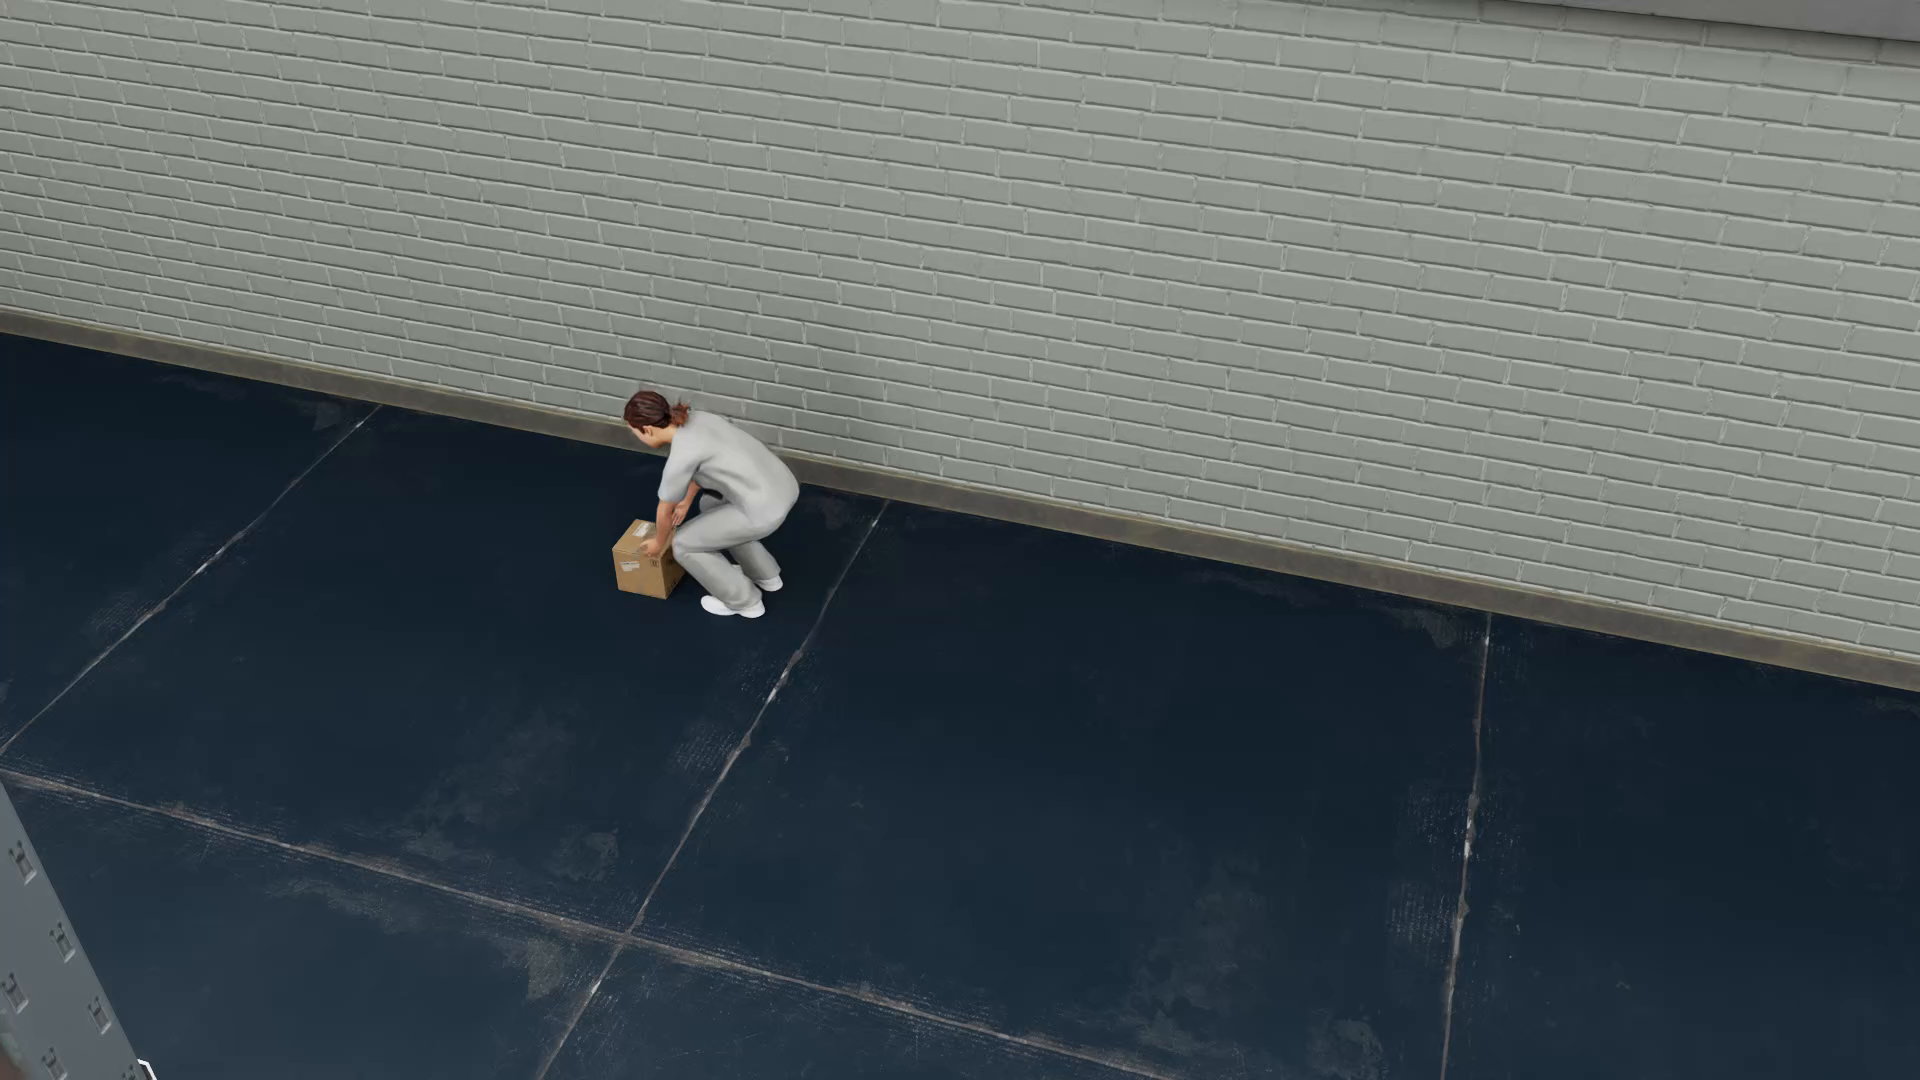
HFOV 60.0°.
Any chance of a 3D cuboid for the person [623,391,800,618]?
[{"bbox_3d":[-1.120,-0.166,7.588,0.757,1.102,0.495,11,38,14],"label":"person"}]
